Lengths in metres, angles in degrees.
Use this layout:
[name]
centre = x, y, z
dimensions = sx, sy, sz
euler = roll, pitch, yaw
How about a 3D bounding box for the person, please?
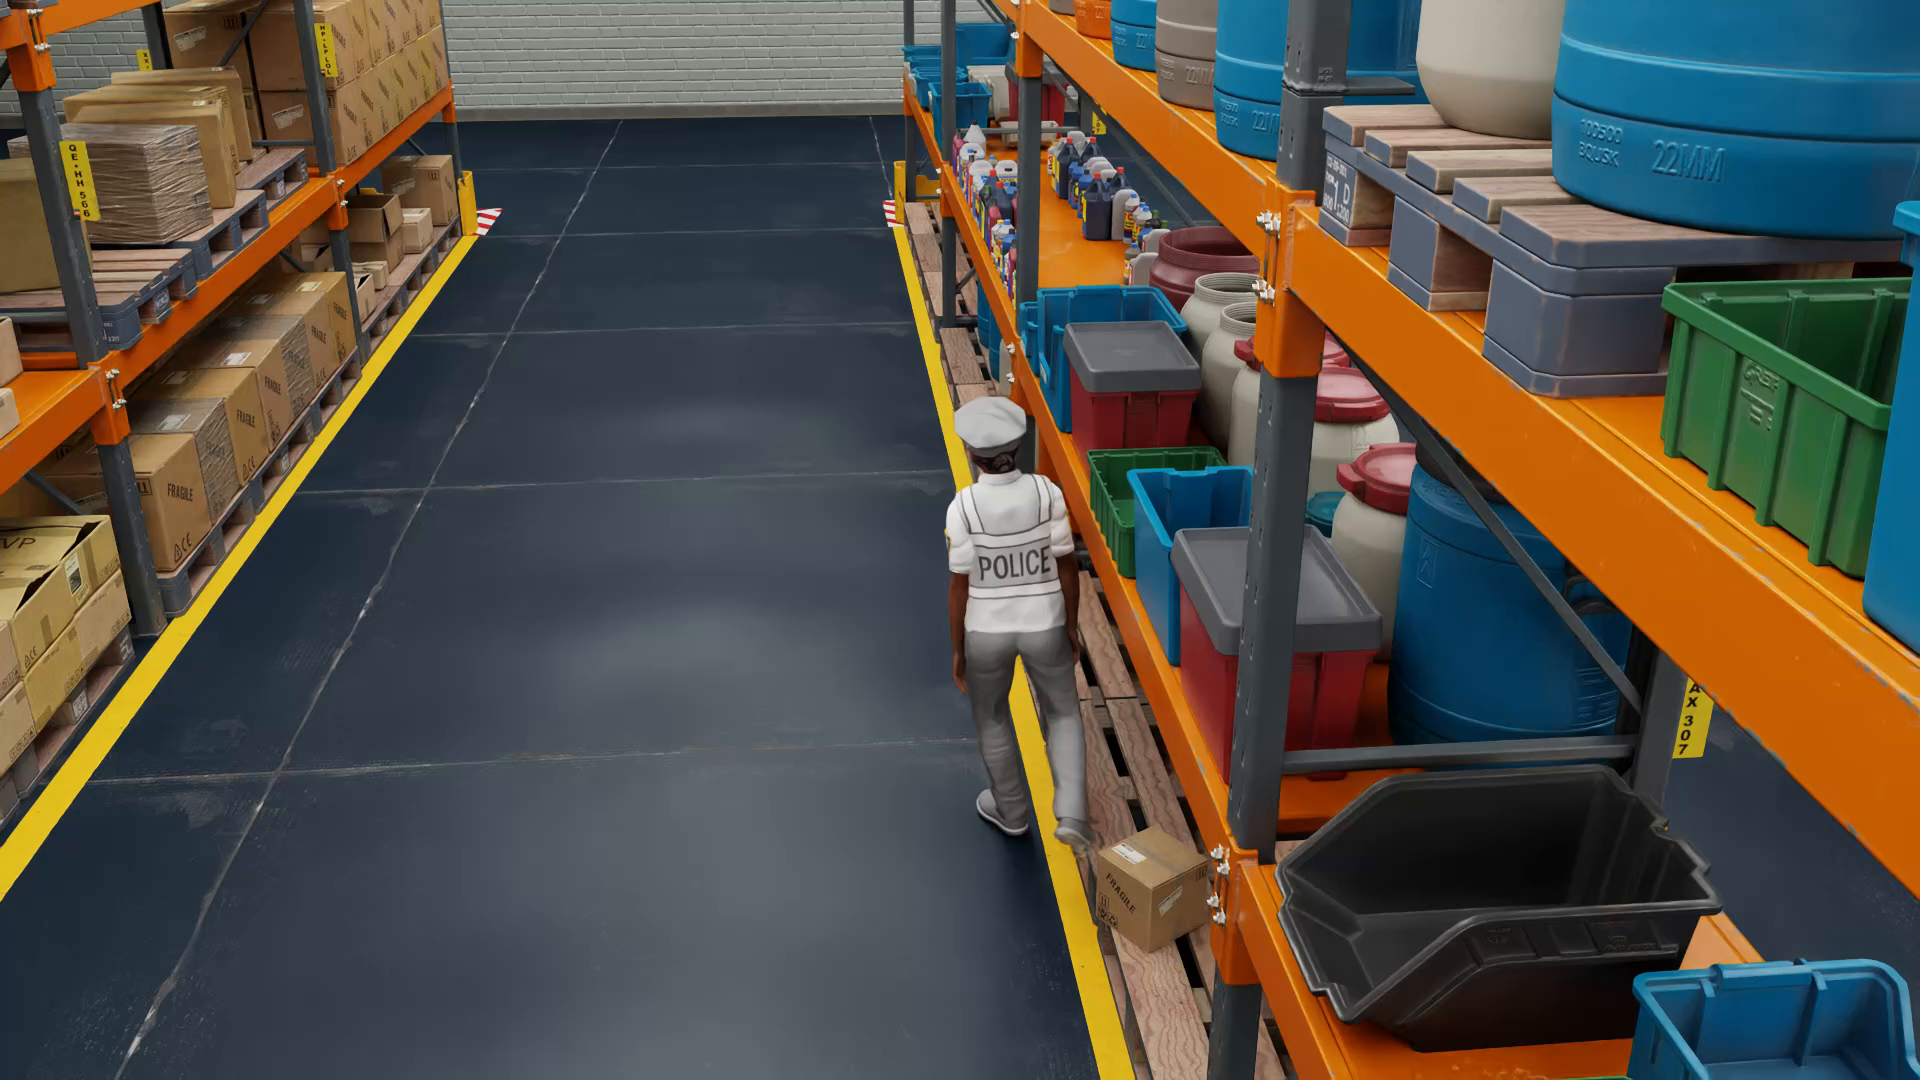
[person]
centre = 0.231, 0.367, 5.756
dimensions = 0.525, 1.657, 0.682
euler = -4, 24, -10
